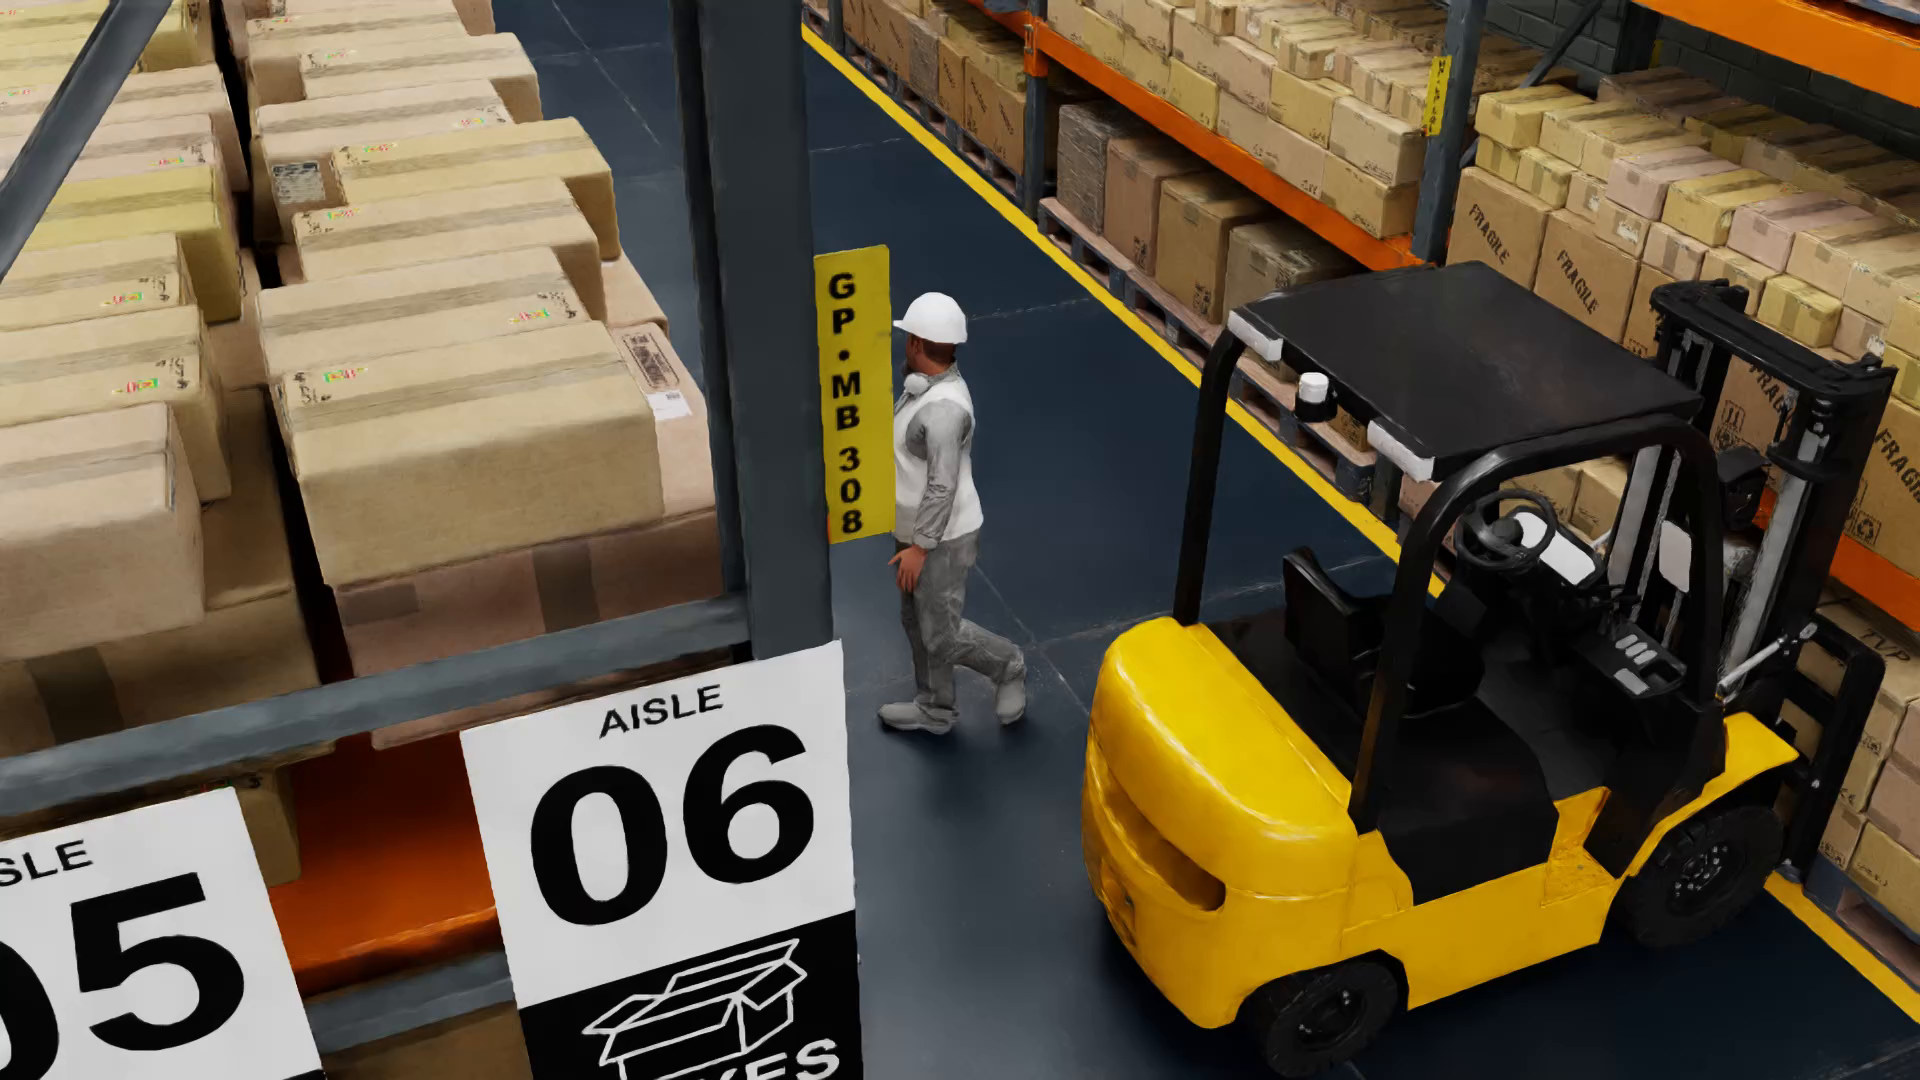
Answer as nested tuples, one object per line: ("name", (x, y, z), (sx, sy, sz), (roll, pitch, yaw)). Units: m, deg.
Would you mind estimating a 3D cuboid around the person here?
("person", (-0.047, -0.069, 6.255), (0.604, 1.738, 0.608), (-9, 34, -13))
